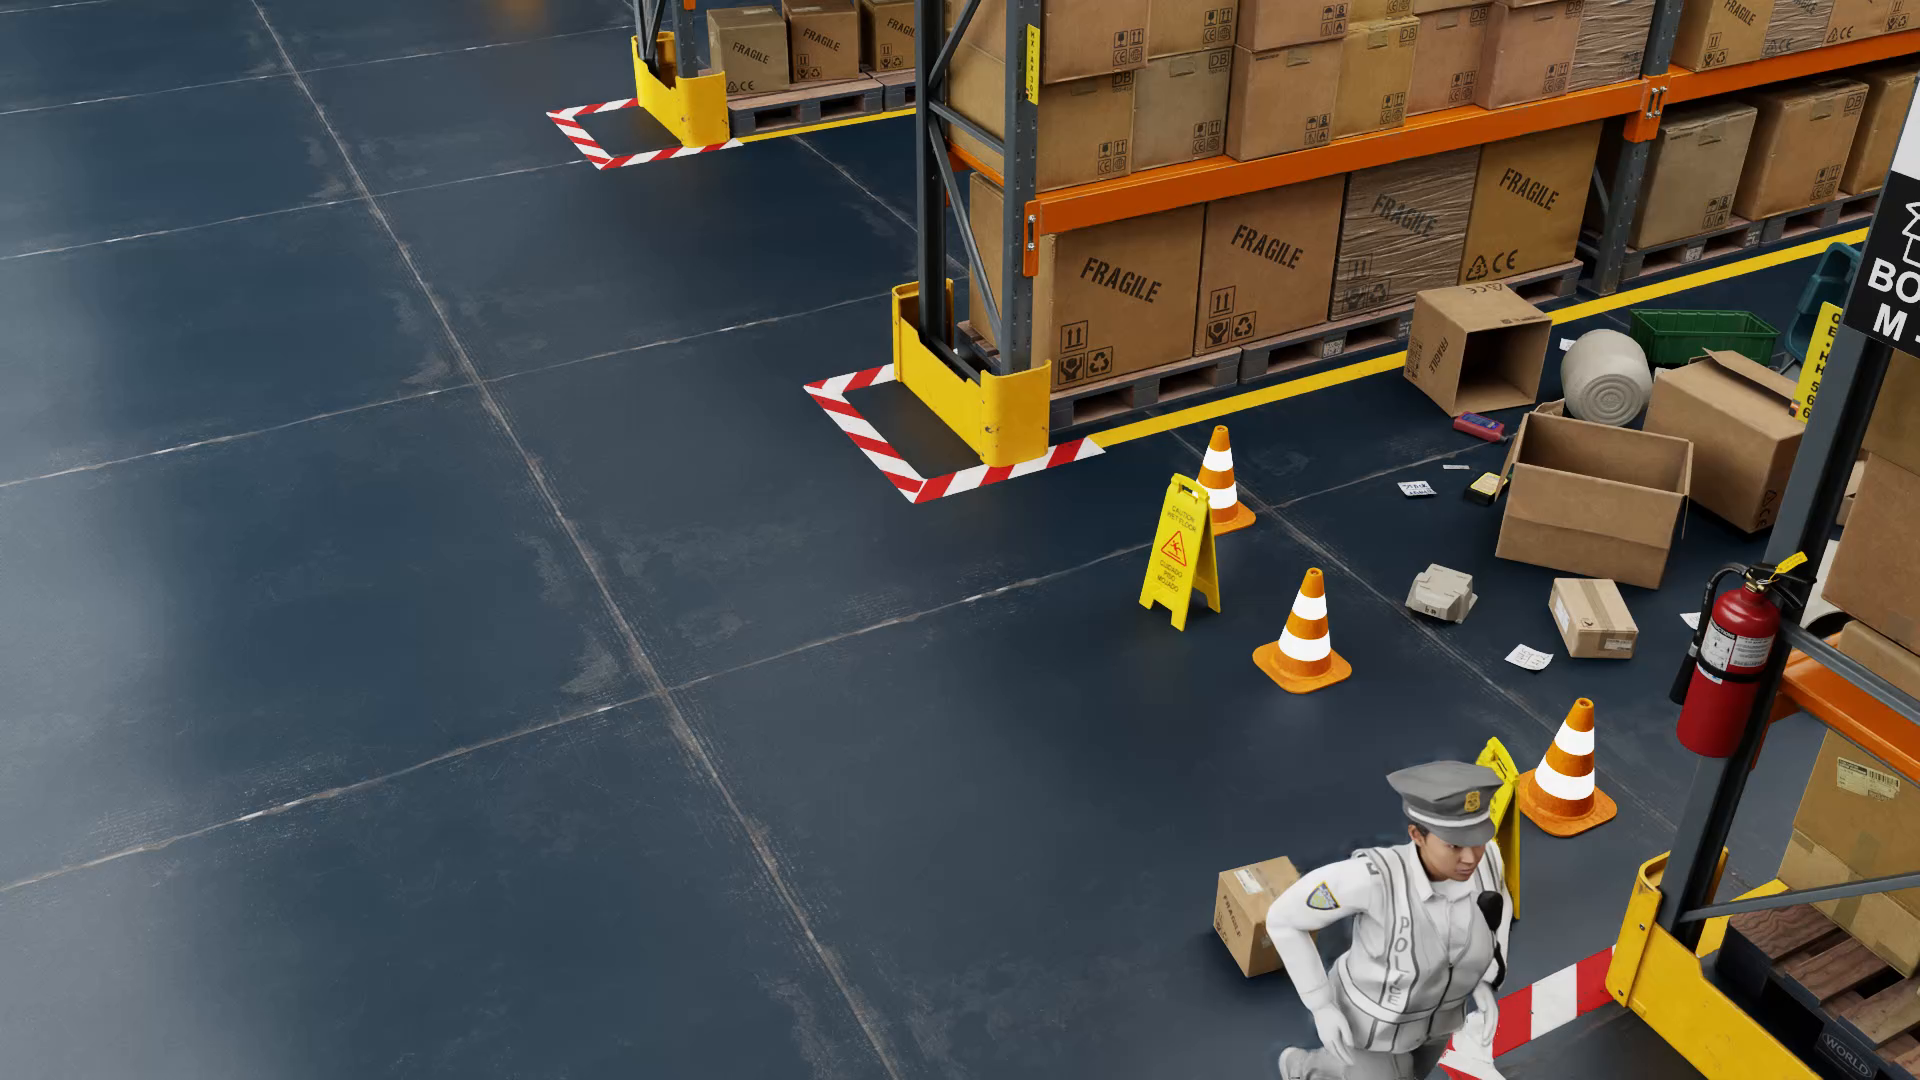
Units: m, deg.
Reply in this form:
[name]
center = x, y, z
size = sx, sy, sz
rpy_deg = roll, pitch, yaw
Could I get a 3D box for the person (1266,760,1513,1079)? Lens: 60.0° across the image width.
[person]
center = 1.109, 1.206, 4.247
size = 0.641, 1.684, 0.824
rpy_deg = -15, 36, -21
